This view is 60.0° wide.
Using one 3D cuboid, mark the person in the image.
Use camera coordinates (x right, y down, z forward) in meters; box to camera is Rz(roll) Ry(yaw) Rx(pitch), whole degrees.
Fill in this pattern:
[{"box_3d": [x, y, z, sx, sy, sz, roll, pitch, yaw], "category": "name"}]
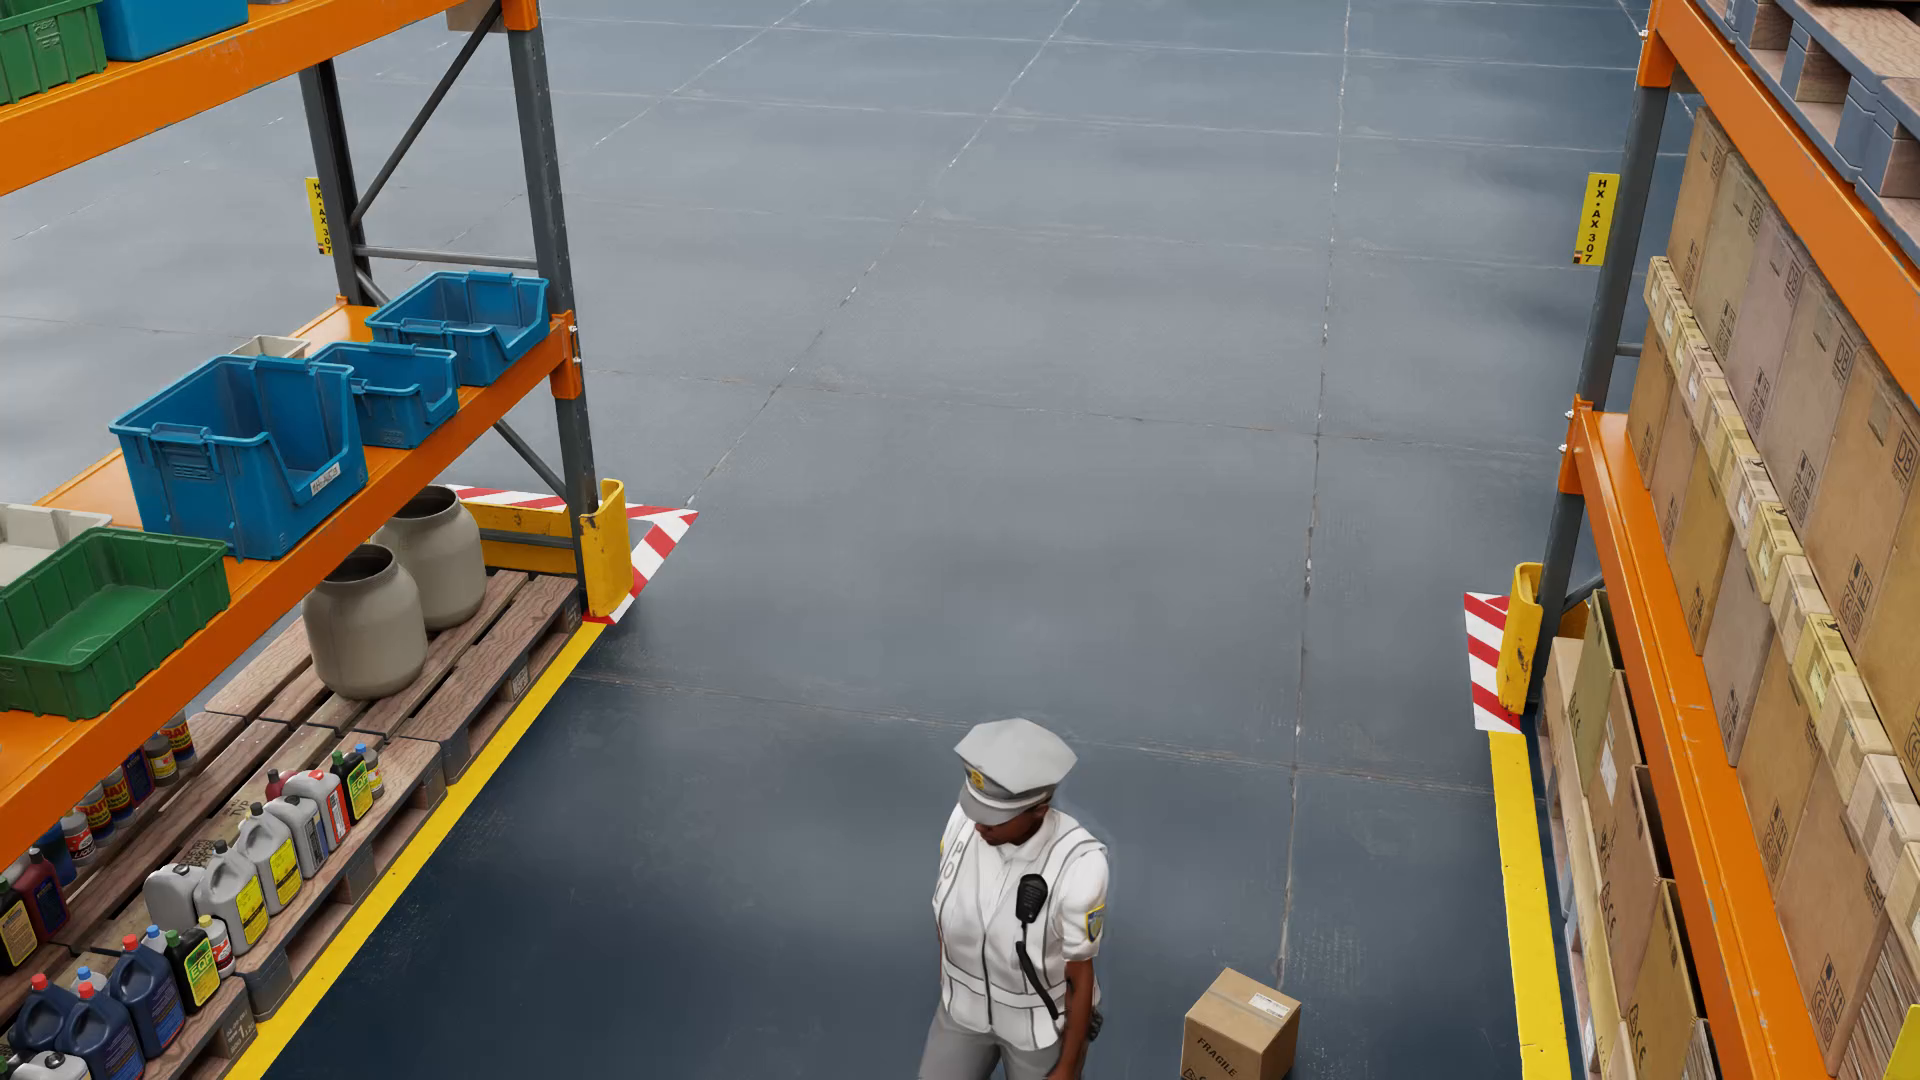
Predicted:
[{"box_3d": [0.106, 1.172, 3.986, 0.458, 1.687, 0.409, 16, 33, 26], "category": "person"}]
